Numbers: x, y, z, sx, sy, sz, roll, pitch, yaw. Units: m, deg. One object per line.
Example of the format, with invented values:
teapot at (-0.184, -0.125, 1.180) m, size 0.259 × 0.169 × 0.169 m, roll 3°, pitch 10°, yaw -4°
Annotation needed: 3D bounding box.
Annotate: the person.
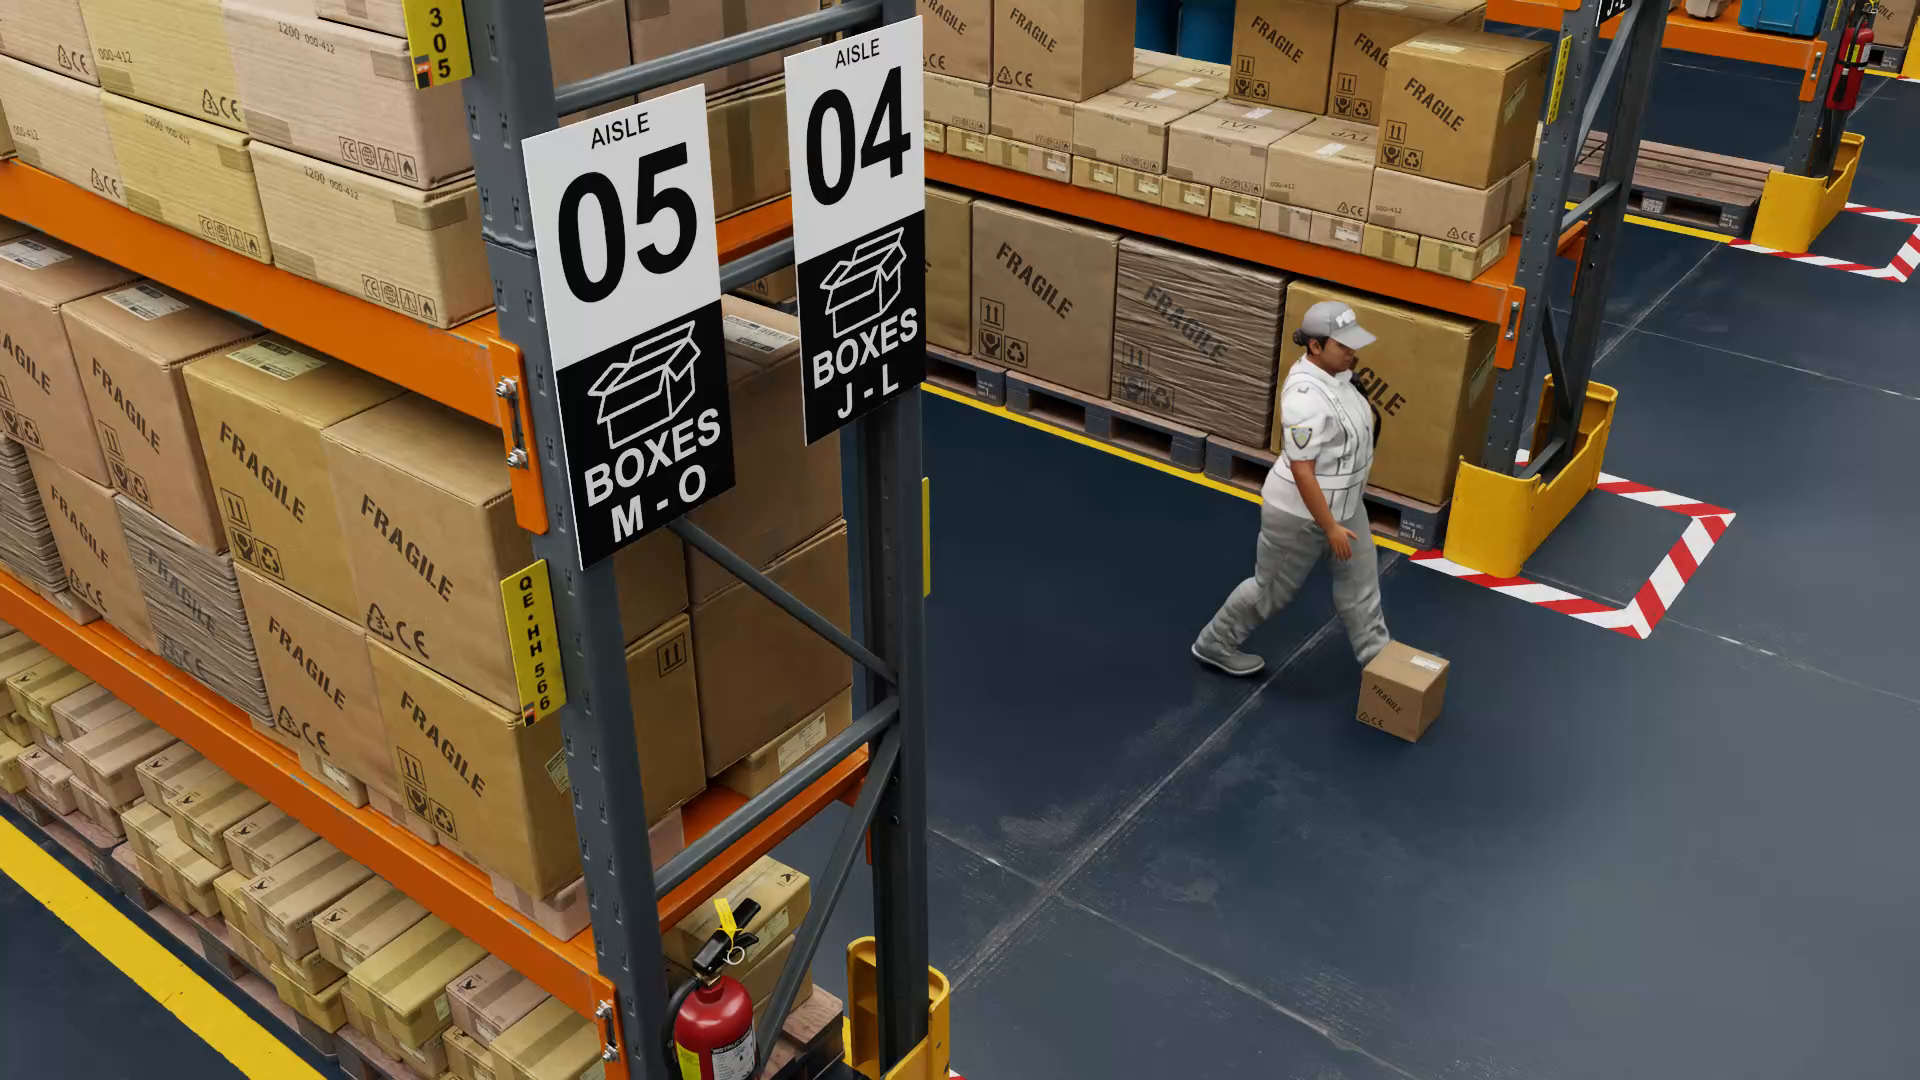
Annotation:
person at (1.427, -0.133, 6.371) m, size 0.940 × 1.615 × 0.499 m, roll 15°, pitch 34°, yaw 23°
